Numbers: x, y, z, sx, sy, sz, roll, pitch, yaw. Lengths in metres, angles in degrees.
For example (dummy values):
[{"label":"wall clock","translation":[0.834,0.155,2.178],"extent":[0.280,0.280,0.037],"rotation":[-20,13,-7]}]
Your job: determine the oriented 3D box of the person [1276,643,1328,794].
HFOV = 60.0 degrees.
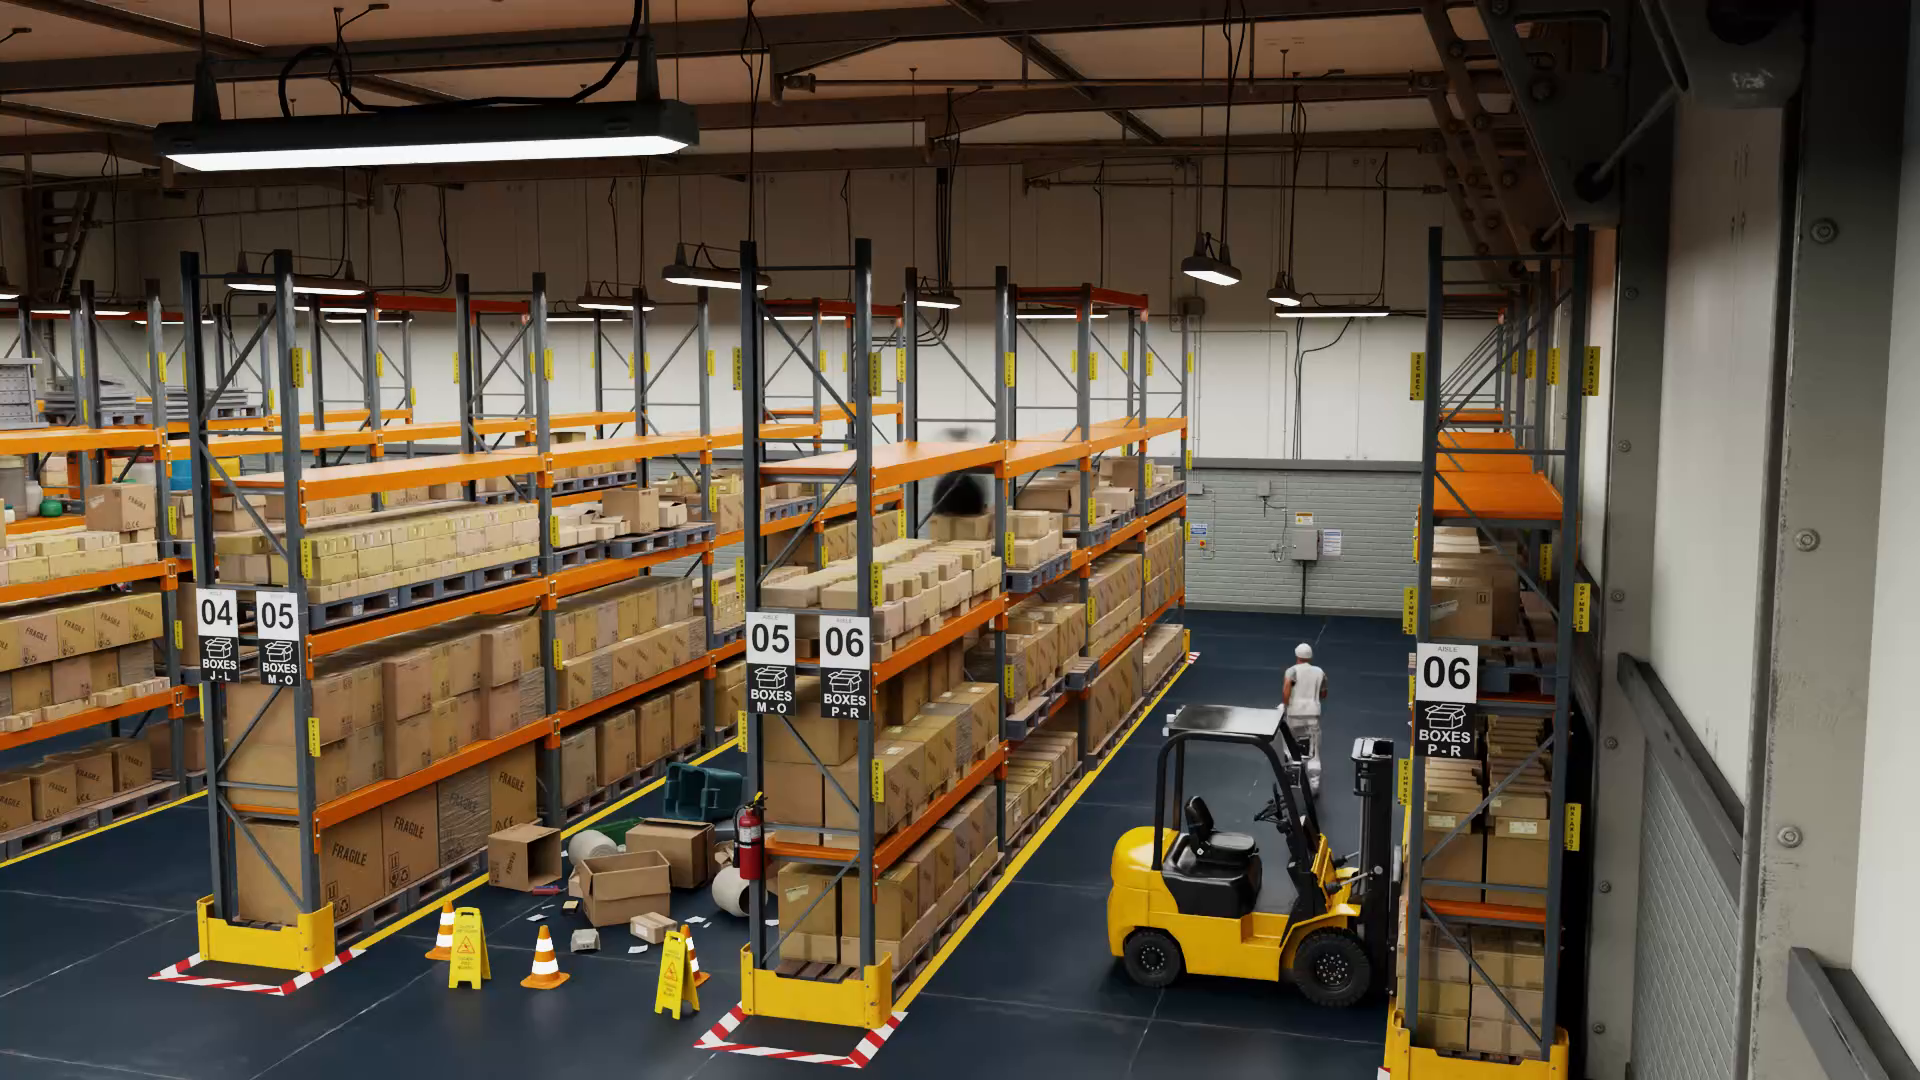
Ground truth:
[{"label":"person","translation":[4.066,2.103,19.784],"extent":[0.683,1.715,0.961],"rotation":[0,6,-3]}]
